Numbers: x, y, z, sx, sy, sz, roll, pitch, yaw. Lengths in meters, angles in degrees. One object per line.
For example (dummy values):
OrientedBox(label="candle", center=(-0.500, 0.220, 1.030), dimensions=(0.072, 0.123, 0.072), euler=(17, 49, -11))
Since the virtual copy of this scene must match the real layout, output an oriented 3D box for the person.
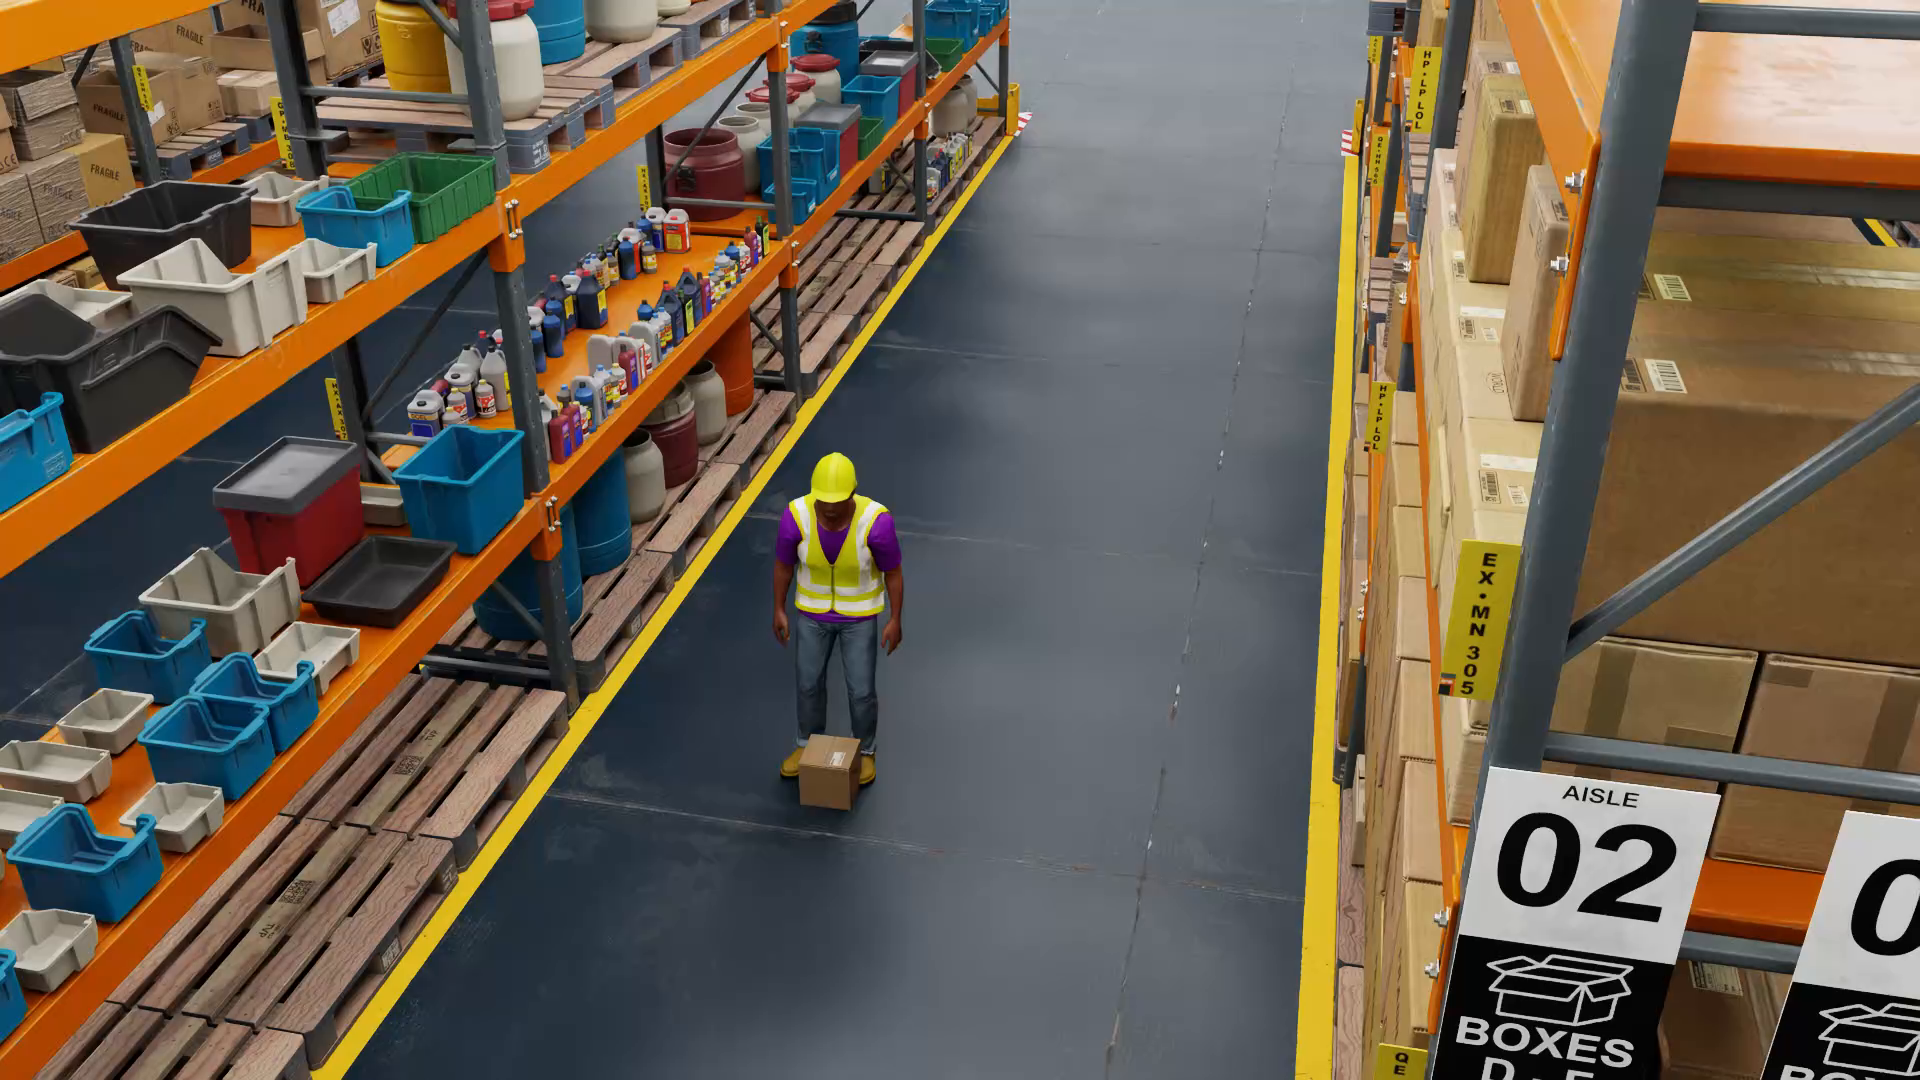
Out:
OrientedBox(label="person", center=(-12.404, -2.313, 5.282), dimensions=(23.700, 9.002, 6.029), euler=(4, 29, 7))
